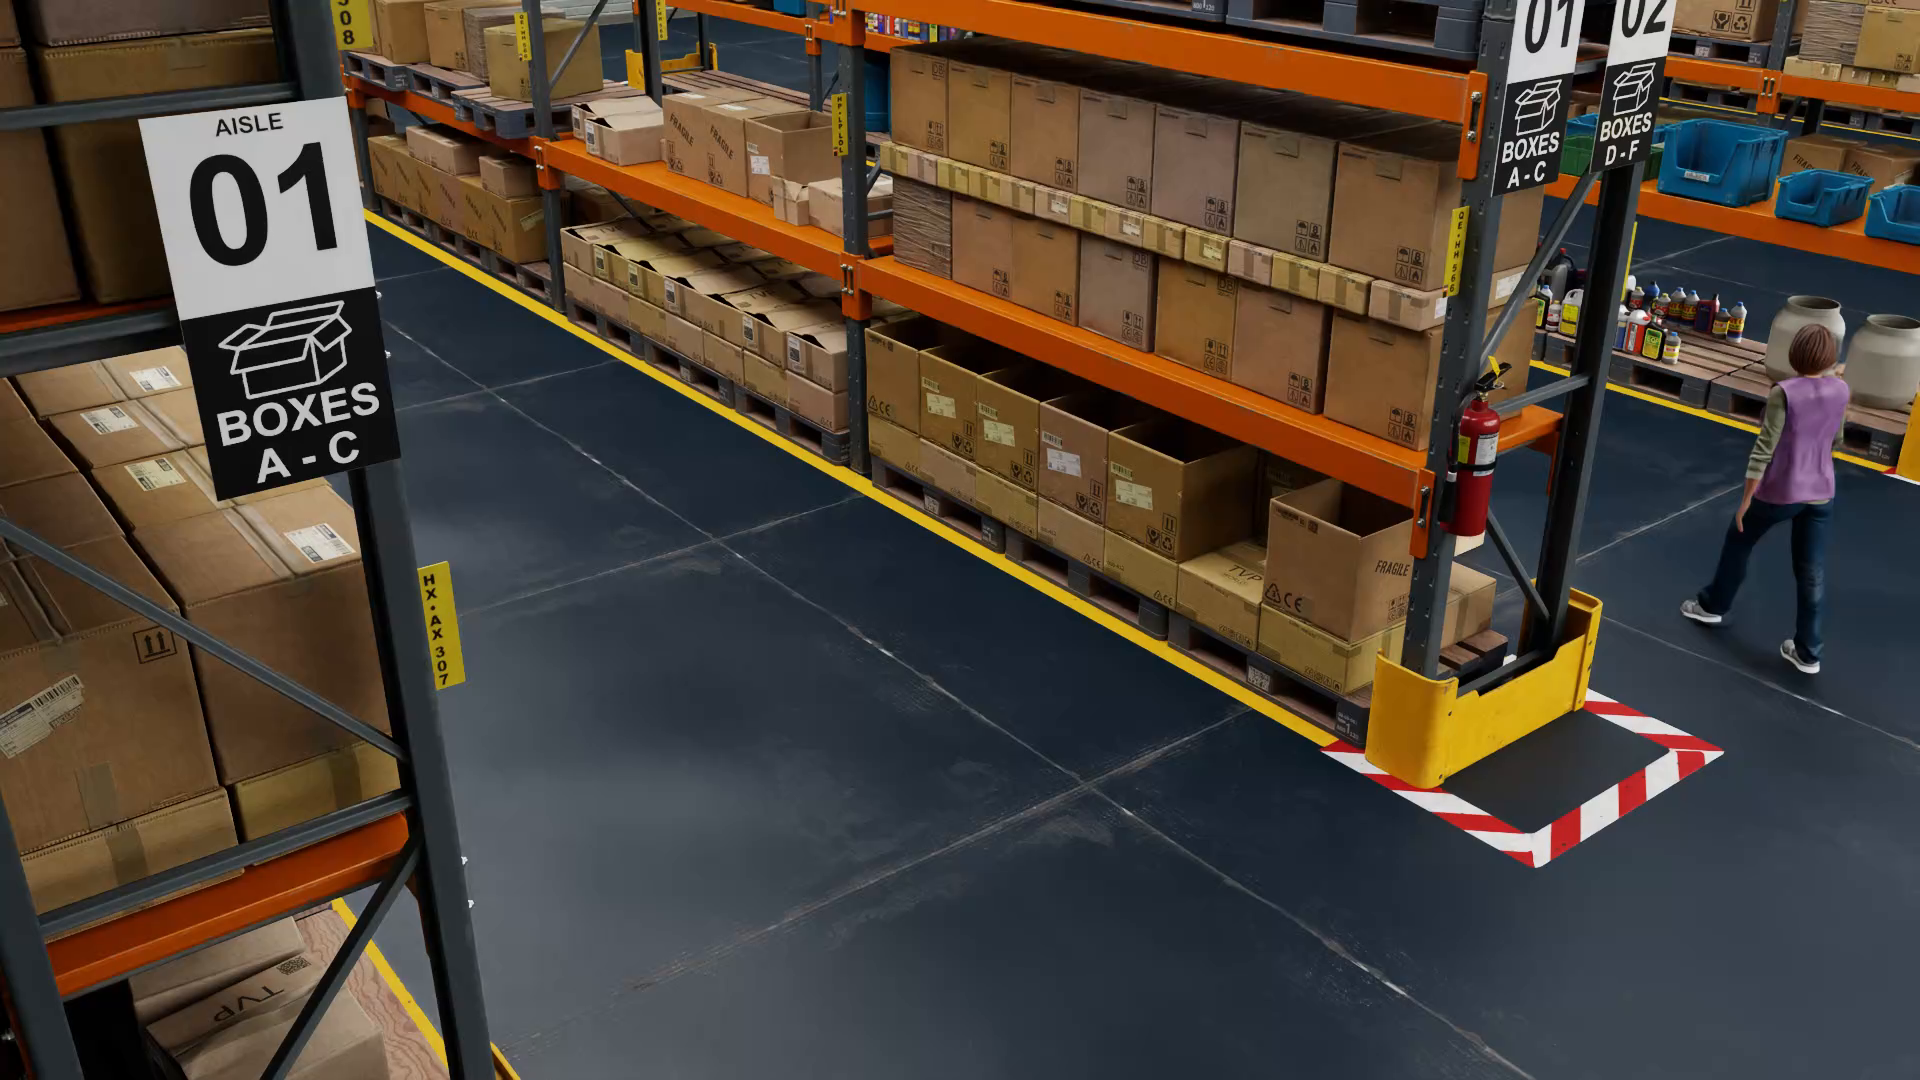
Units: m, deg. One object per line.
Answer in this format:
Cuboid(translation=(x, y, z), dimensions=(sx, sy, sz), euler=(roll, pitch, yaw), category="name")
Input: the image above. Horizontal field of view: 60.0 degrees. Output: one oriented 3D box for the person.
Cuboid(translation=(3.728, -0.220, 7.563), dimensions=(0.561, 1.585, 0.790), euler=(-3, 25, -6), category="person")
